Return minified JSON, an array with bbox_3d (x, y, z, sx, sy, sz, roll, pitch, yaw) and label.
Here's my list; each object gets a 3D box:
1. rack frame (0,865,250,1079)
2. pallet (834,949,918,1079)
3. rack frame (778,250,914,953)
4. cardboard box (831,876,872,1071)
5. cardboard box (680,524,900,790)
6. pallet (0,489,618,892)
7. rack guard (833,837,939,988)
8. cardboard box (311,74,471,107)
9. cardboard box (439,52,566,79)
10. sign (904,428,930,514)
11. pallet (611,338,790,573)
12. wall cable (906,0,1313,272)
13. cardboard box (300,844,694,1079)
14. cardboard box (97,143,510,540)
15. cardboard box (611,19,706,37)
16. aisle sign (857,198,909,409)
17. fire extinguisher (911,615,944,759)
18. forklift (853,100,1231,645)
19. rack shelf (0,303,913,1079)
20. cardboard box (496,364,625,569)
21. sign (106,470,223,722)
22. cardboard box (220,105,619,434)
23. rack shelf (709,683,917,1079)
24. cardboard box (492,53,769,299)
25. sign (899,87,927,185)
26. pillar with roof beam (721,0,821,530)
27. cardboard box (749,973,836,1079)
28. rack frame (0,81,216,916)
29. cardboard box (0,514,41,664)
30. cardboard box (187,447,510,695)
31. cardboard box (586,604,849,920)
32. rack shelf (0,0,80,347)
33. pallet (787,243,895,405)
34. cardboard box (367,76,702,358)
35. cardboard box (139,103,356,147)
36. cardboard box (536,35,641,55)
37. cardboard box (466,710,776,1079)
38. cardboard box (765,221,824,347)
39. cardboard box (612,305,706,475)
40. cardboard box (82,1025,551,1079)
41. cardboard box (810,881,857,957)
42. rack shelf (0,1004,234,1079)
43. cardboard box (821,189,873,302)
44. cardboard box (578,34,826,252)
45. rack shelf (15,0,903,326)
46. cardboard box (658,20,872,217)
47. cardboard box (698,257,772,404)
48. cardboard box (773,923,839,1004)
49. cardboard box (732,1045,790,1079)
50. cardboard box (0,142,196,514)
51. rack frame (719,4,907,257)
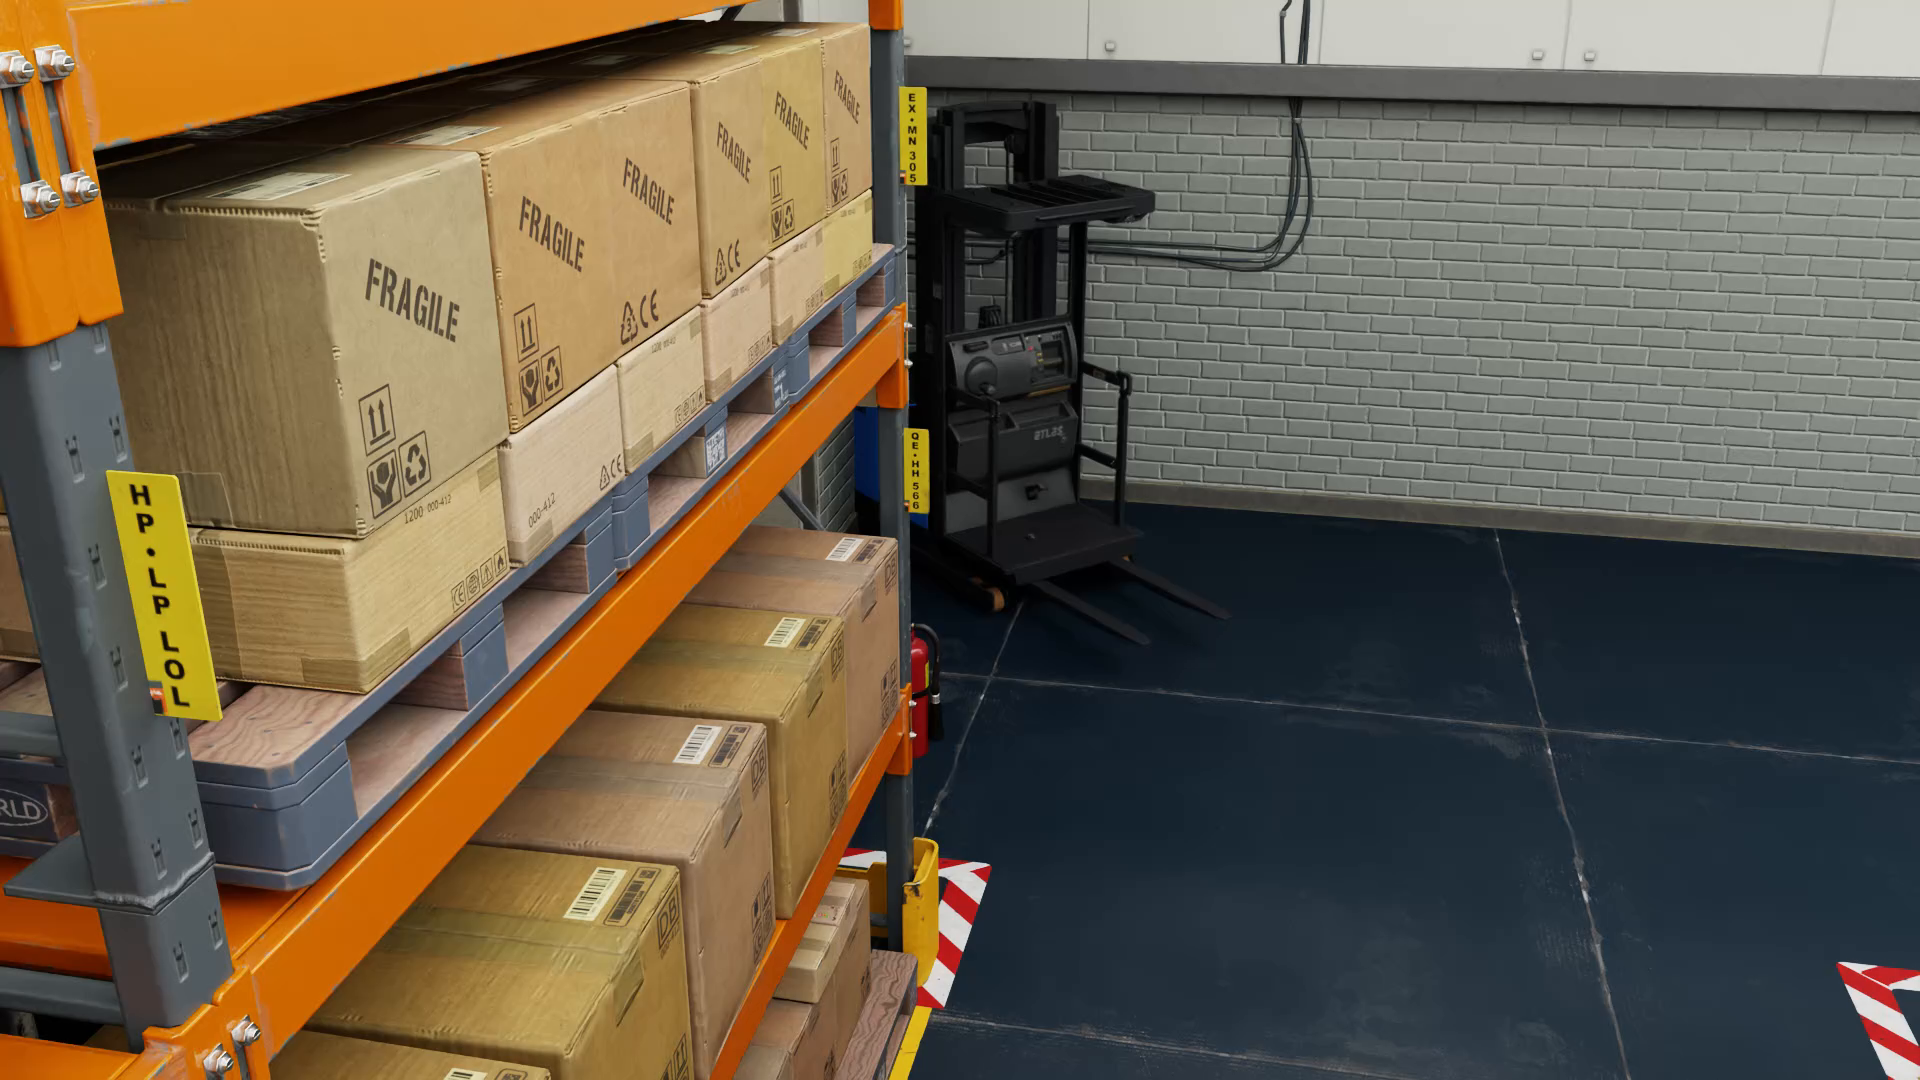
[{"bbox_3d":[-1.507,1.811,2.841,1.000,3.000,0.127,4,22,11],"label":"rack frame"},{"bbox_3d":[-0.777,1.940,6.253,1.003,0.211,1.213,4,22,11],"label":"pallet"},{"bbox_3d":[-0.690,0.348,6.473,1.000,3.000,0.127,4,22,11],"label":"rack frame"},{"bbox_3d":[-0.735,1.577,6.207,0.700,0.500,0.500,4,22,11],"label":"cardboard box"},{"bbox_3d":[-0.785,0.397,5.952,0.980,0.700,0.700,5,23,13],"label":"cardboard box"},{"bbox_3d":[-1.329,0.163,3.038,1.003,0.211,1.213,4,22,11],"label":"pallet"},{"bbox_3d":[-0.685,1.499,6.962,1.175,0.500,0.348,4,22,11],"label":"rack guard"},{"bbox_3d":[-1.402,-0.755,3.698,0.500,0.500,0.500,4,22,9],"label":"cardboard box"},{"bbox_3d":[-1.293,-0.937,4.150,0.500,0.500,0.500,4,22,11],"label":"cardboard box"},{"bbox_3d":[-0.162,-0.252,6.097,0.100,0.325,0.005,4,22,11],"label":"sign"},{"bbox_3d":[-1.078,-0.282,4.143,1.003,0.211,1.213,4,22,11],"label":"pallet"},{"bbox_3d":[0.814,-3.035,11.001,3.097,2.526,0.112,4,22,11],"label":"wall cable"},{"bbox_3d":[-1.226,1.208,3.936,0.980,0.700,0.700,4,22,10],"label":"cardboard box"},{"bbox_3d":[-1.087,-0.339,2.666,0.500,0.500,0.500,4,22,10],"label":"cardboard box"},{"bbox_3d":[-1.076,-1.314,5.086,0.500,0.500,0.500,4,22,9],"label":"cardboard box"},{"bbox_3d":[-0.382,-0.861,5.996,0.394,0.787,0.004,4,22,11],"label":"aisle sign"},{"bbox_3d":[-0.208,0.537,6.607,0.296,0.674,0.183,4,22,11],"label":"fire extinguisher"},{"bbox_3d":[0.457,-1.106,10.177,1.130,2.935,3.031,-14,26,-31],"label":"forklift"},{"bbox_3d":[-1.098,0.022,4.231,1.077,0.370,4.000,4,22,11],"label":"rack shelf"},{"bbox_3d":[-0.990,-0.170,3.249,0.500,0.250,0.500,4,22,10],"label":"cardboard box"},{"bbox_3d":[-0.973,0.072,2.031,0.100,0.325,0.005,4,22,11],"label":"sign"},{"bbox_3d":[-0.988,-0.527,3.134,0.500,0.500,0.500,4,22,10],"label":"cardboard box"},{"bbox_3d":[-1.098,1.414,4.791,1.077,0.370,4.000,4,22,11],"label":"rack shelf"},{"bbox_3d":[-0.784,-0.900,4.060,0.500,0.500,0.500,3,22,9],"label":"cardboard box"},{"bbox_3d":[-0.162,-1.371,5.647,0.100,0.325,0.005,4,22,11],"label":"sign"},{"bbox_3d":[3.228,-3.160,7.153,9.100,9.000,0.400,4,22,11],"label":"pillar with roof beam"},{"bbox_3d":[-0.837,1.760,5.753,0.700,0.500,0.500,4,22,11],"label":"cardboard box"},{"bbox_3d":[-1.507,-0.971,1.720,1.000,3.000,0.127,4,22,11],"label":"rack frame"},{"bbox_3d":[-1.596,-0.020,2.877,0.500,0.250,0.500,5,22,11],"label":"cardboard box"},{"bbox_3d":[-1.107,0.016,2.789,0.500,0.250,0.500,4,22,11],"label":"cardboard box"},{"bbox_3d":[-0.922,0.663,5.289,0.980,0.700,0.700,4,22,10],"label":"cardboard box"},{"bbox_3d":[-1.915,0.279,0.113,1.077,0.370,4.000,4,22,11],"label":"rack shelf"},{"bbox_3d":[-0.831,-0.730,5.254,1.003,0.211,1.213,4,22,11],"label":"pallet"},{"bbox_3d":[-0.892,-0.708,3.583,0.500,0.500,0.500,5,22,11],"label":"cardboard box"},{"bbox_3d":[-1.488,-0.562,3.219,0.500,0.500,0.500,4,22,9],"label":"cardboard box"},{"bbox_3d":[-1.191,-1.121,4.608,0.500,0.500,0.500,4,22,10],"label":"cardboard box"},{"bbox_3d":[-1.087,0.942,4.599,0.980,0.700,0.700,3,22,8],"label":"cardboard box"},{"bbox_3d":[-0.685,-0.736,4.656,0.500,0.250,0.500,4,22,9],"label":"cardboard box"},{"bbox_3d":[-0.892,-0.358,3.716,0.500,0.250,0.500,4,22,9],"label":"cardboard box"},{"bbox_3d":[-1.380,1.475,3.274,0.980,0.700,0.700,5,22,12],"label":"cardboard box"},{"bbox_3d":[-0.583,1.337,5.935,0.380,0.149,0.250,4,22,10],"label":"cardboard box"},{"bbox_3d":[-1.915,1.485,0.599,1.077,0.370,4.000,4,22,11],"label":"rack shelf"},{"bbox_3d":[-0.580,-0.927,5.129,0.500,0.250,0.500,5,23,13],"label":"cardboard box"},{"bbox_3d":[-0.685,-1.092,4.535,0.500,0.500,0.500,5,23,13],"label":"cardboard box"},{"bbox_3d":[-1.098,-1.184,3.745,1.077,0.370,4.000,4,22,11],"label":"rack shelf"},{"bbox_3d":[-0.573,-1.274,4.987,0.500,0.500,0.500,4,22,11],"label":"cardboard box"},{"bbox_3d":[-0.786,-0.545,4.182,0.500,0.250,0.500,4,22,9],"label":"cardboard box"},{"bbox_3d":[-0.635,1.430,5.703,0.380,0.149,0.250,5,22,12],"label":"cardboard box"},{"bbox_3d":[-0.939,1.944,5.296,0.700,0.500,0.500,4,22,9],"label":"cardboard box"},{"bbox_3d":[-1.592,-0.373,2.750,0.500,0.500,0.500,4,22,11],"label":"cardboard box"},{"bbox_3d":[-0.690,-2.434,5.353,1.000,3.000,0.127,4,22,11],"label":"rack frame"}]
